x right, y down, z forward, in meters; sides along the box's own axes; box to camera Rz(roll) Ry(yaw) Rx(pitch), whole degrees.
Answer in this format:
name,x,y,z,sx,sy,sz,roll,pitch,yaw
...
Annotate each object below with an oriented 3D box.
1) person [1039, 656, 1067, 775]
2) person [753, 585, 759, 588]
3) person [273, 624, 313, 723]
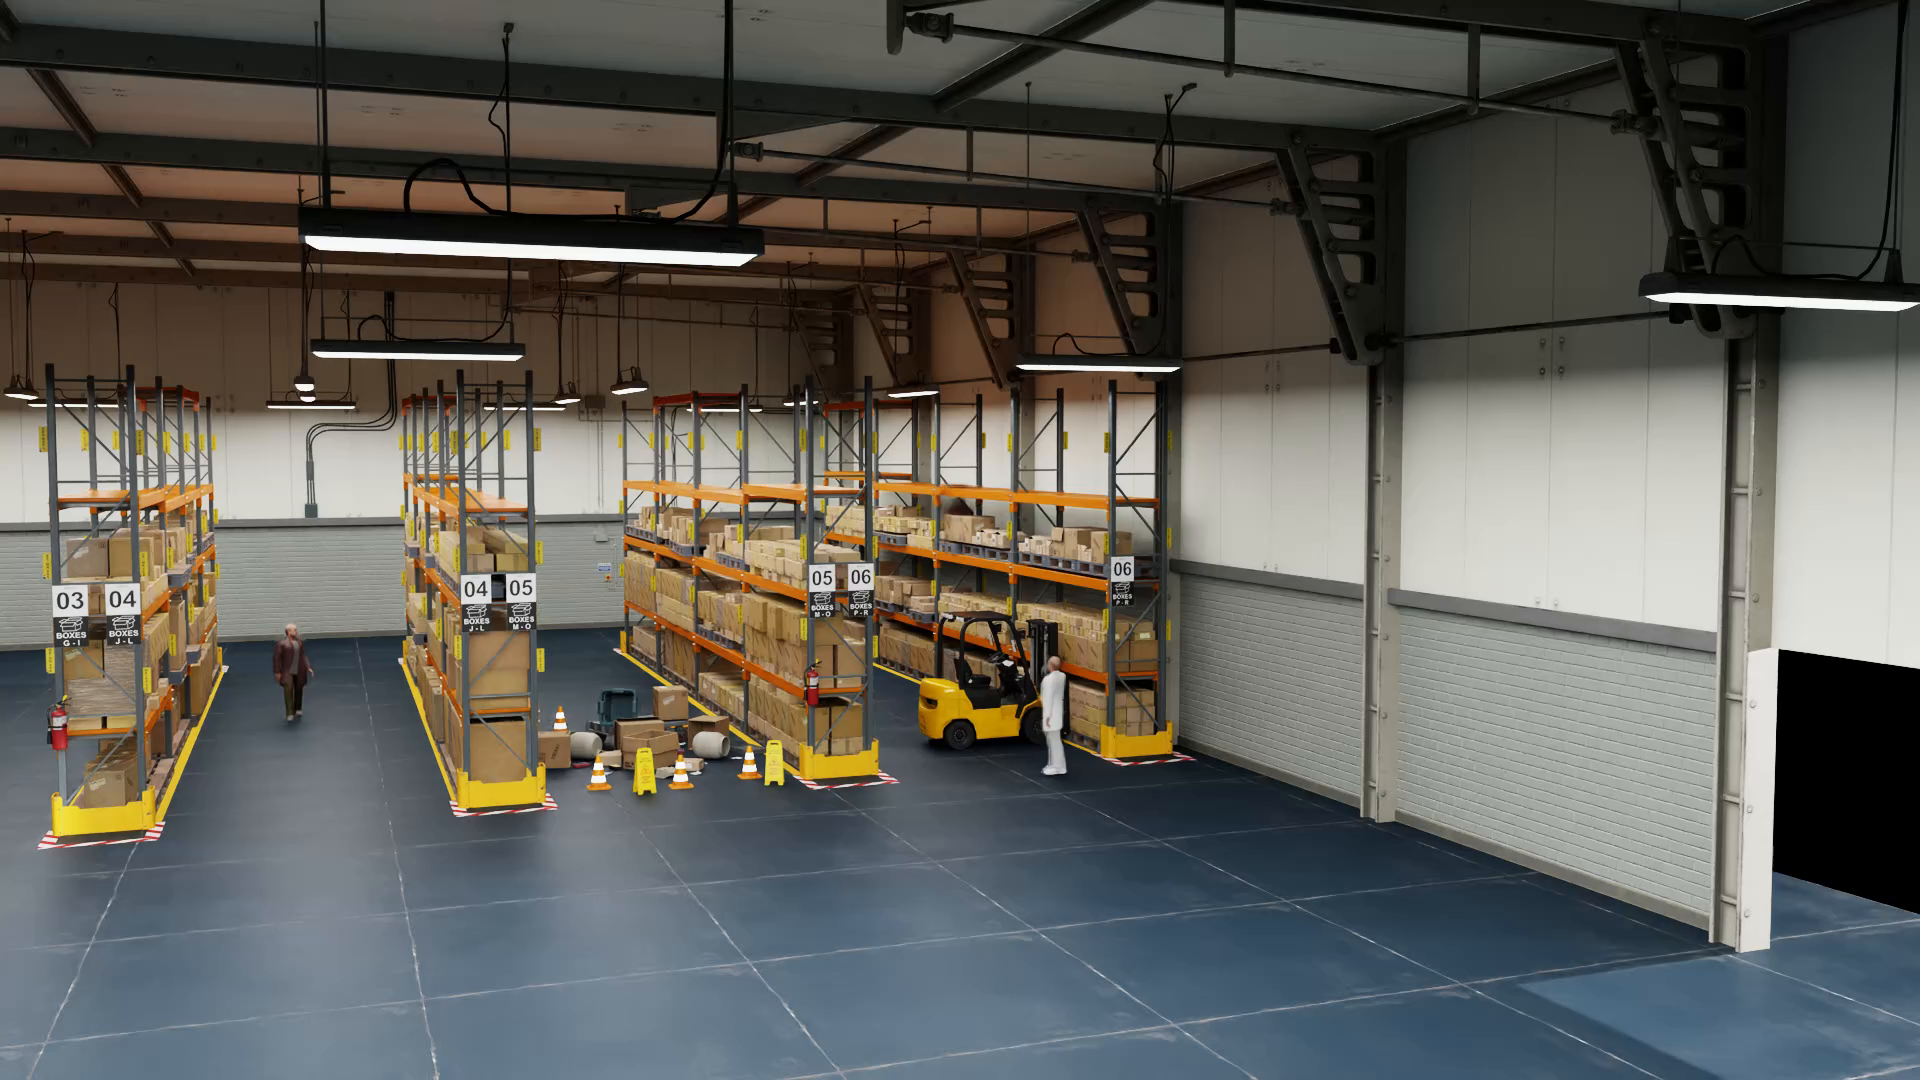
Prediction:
name,x,y,z,sx,sy,sz,roll,pitch,yaw
person,1.412,2.650,25.132,0.426,1.816,0.674,0,3,7
person,-4.970,1.831,40.774,0.451,1.616,0.369,1,4,21
person,-11.965,2.371,29.847,0.671,1.722,1.113,-1,4,-23
